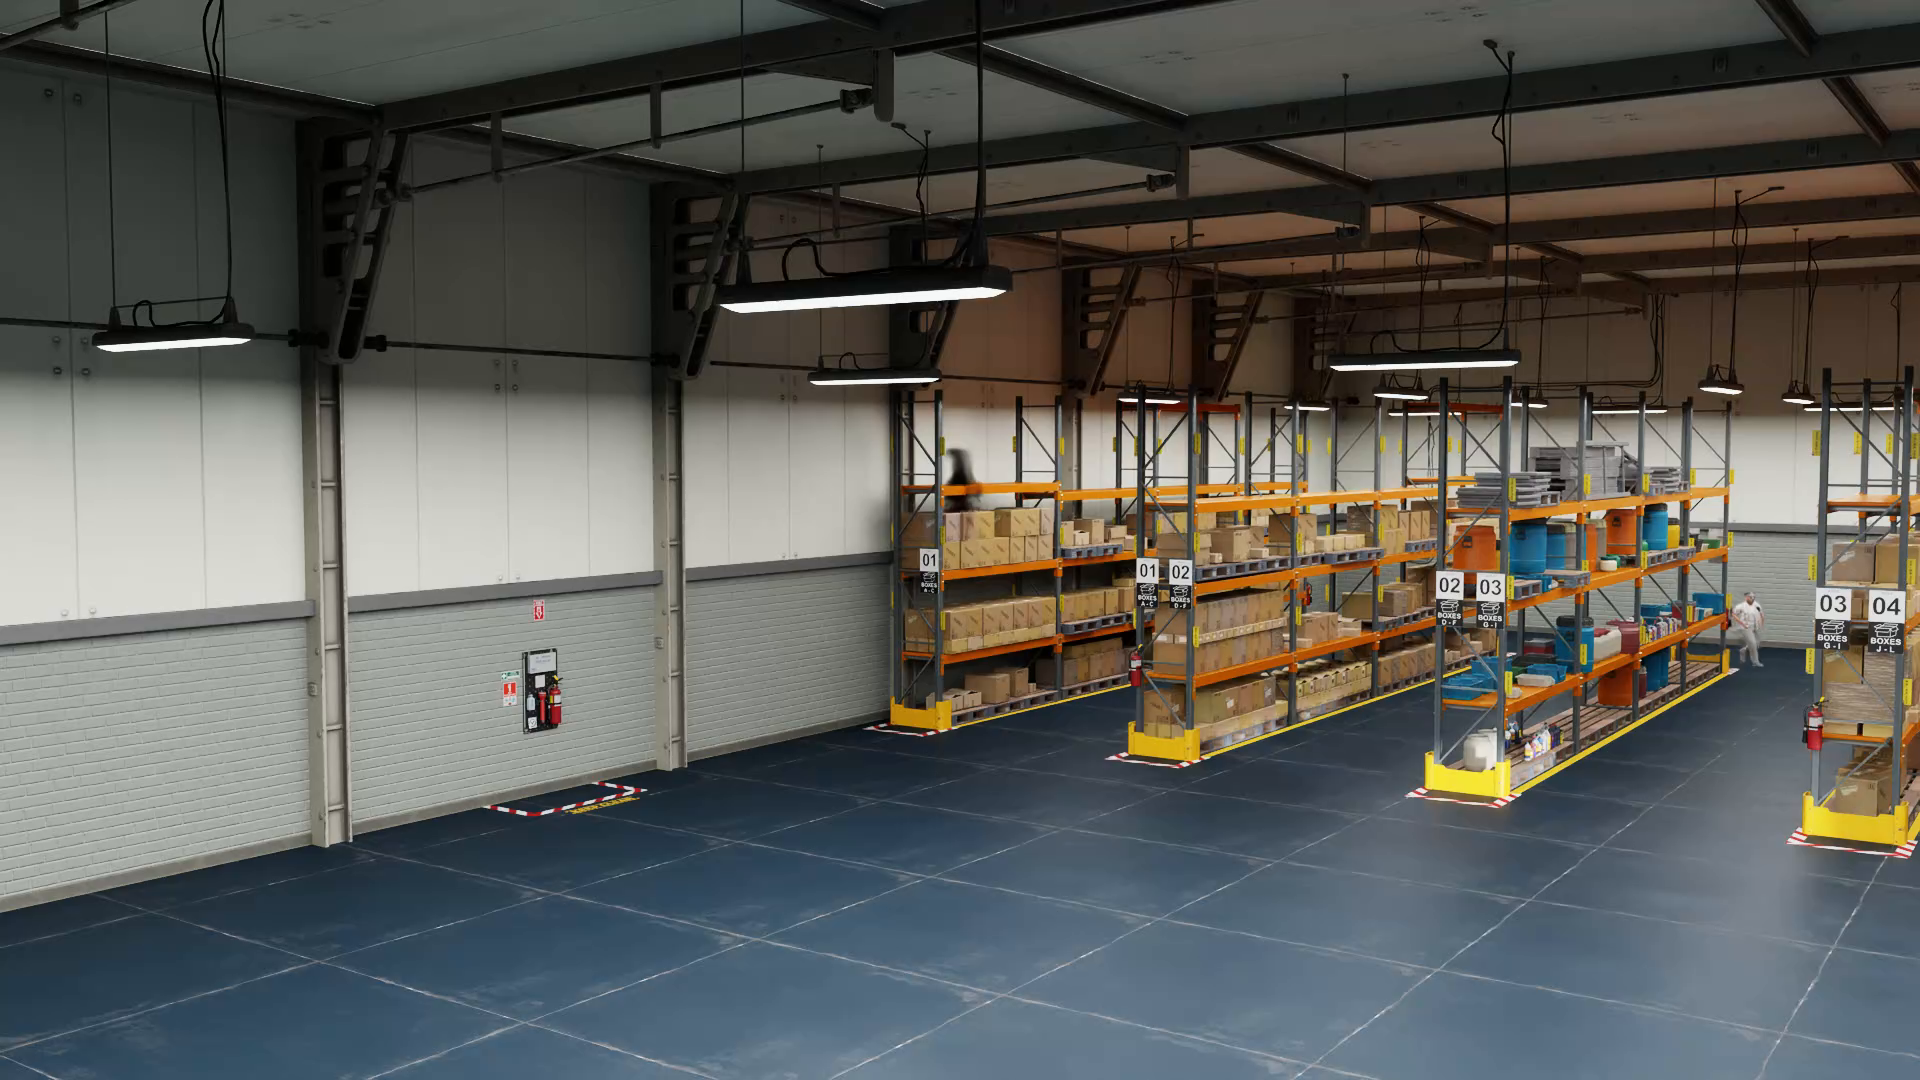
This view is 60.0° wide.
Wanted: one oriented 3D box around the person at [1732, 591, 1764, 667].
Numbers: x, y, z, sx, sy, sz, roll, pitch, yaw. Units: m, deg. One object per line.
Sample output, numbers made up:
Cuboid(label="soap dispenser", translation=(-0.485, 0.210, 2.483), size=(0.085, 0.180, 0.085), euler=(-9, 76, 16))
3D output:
Cuboid(label="person", translation=(17.955, 2.005, 37.877), size=(0.677, 1.732, 0.762), euler=(-1, 3, -11))
